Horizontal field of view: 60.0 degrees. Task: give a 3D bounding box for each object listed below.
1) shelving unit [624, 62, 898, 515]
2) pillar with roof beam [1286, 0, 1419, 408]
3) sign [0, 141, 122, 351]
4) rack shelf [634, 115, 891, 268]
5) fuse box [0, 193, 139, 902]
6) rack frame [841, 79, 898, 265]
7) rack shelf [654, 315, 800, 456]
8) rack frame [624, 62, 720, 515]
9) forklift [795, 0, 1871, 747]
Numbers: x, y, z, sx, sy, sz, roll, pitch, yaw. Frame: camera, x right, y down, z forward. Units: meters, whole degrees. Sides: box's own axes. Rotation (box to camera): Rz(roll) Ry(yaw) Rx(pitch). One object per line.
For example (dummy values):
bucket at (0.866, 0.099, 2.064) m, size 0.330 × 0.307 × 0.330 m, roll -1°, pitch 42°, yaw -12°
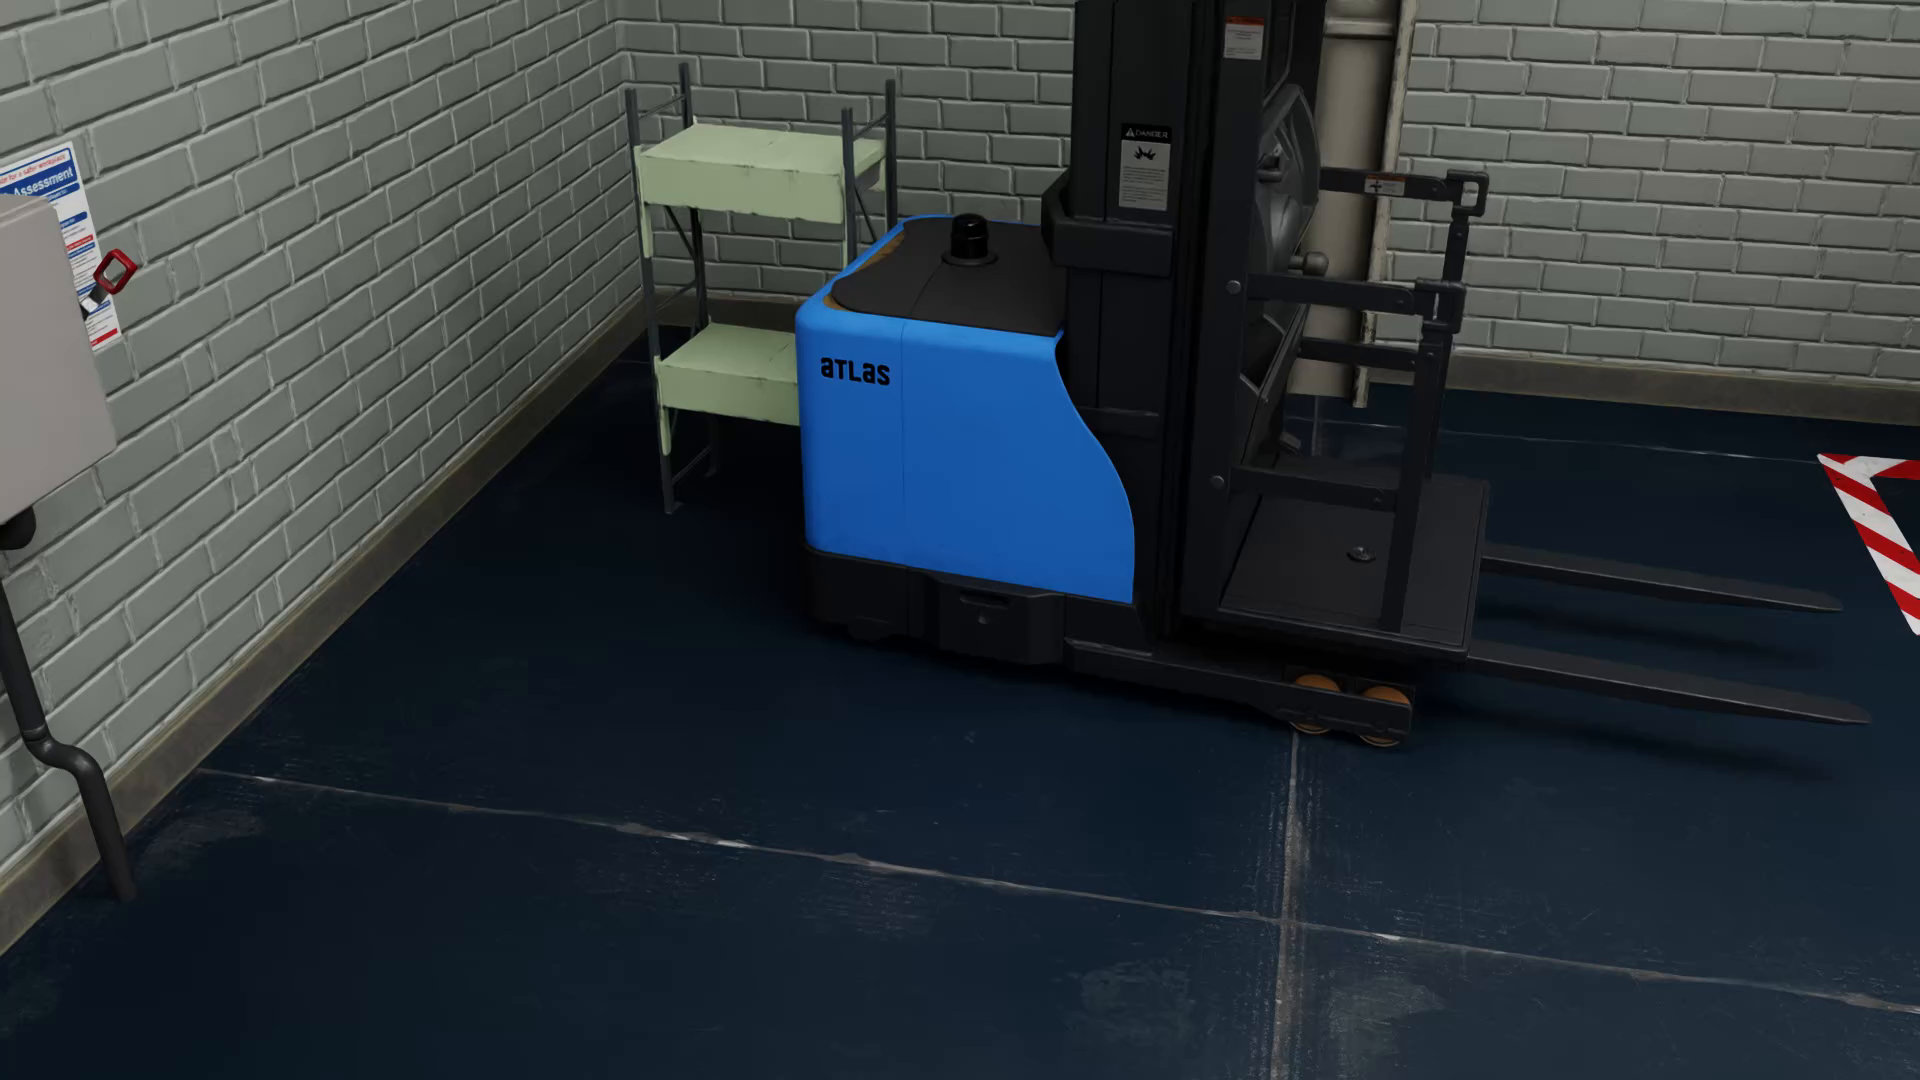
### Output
shelving unit at (-0.629, -0.782, 5.616) m, size 0.755 × 1.500 × 0.431 m, roll 9°, pitch 30°, yaw 16°
pillar with roof beam at (0.582, -2.551, 1.039) m, size 0.400 × 9.000 × 9.100 m, roll 6°, pitch 29°, yaw 11°
sign at (-2.141, -0.654, 3.920) m, size 0.001 × 0.494 × 0.329 m, roll 6°, pitch 29°, yaw 11°
rack shelf at (-0.629, -1.124, 5.429) m, size 0.720 × 0.370 × 0.431 m, roll 9°, pitch 30°, yaw 16°
fuse box at (-2.042, 0.122, 3.745) m, size 0.414 × 1.711 × 0.539 m, roll 6°, pitch 29°, yaw 11°
rack frame at (-0.282, -0.725, 5.513) m, size 0.023 × 1.500 × 0.400 m, roll 9°, pitch 30°, yaw 16°
rack shelf at (-0.629, -0.496, 5.773) m, size 0.720 × 0.370 × 0.431 m, roll 9°, pitch 30°, yaw 16°
rack frame at (-0.975, -0.838, 5.720) m, size 0.023 × 1.500 × 0.400 m, roll 9°, pitch 30°, yaw 16°
forklift at (1.085, -0.991, 4.508) m, size 3.031 × 2.935 × 1.130 m, roll 9°, pitch 30°, yaw 16°
